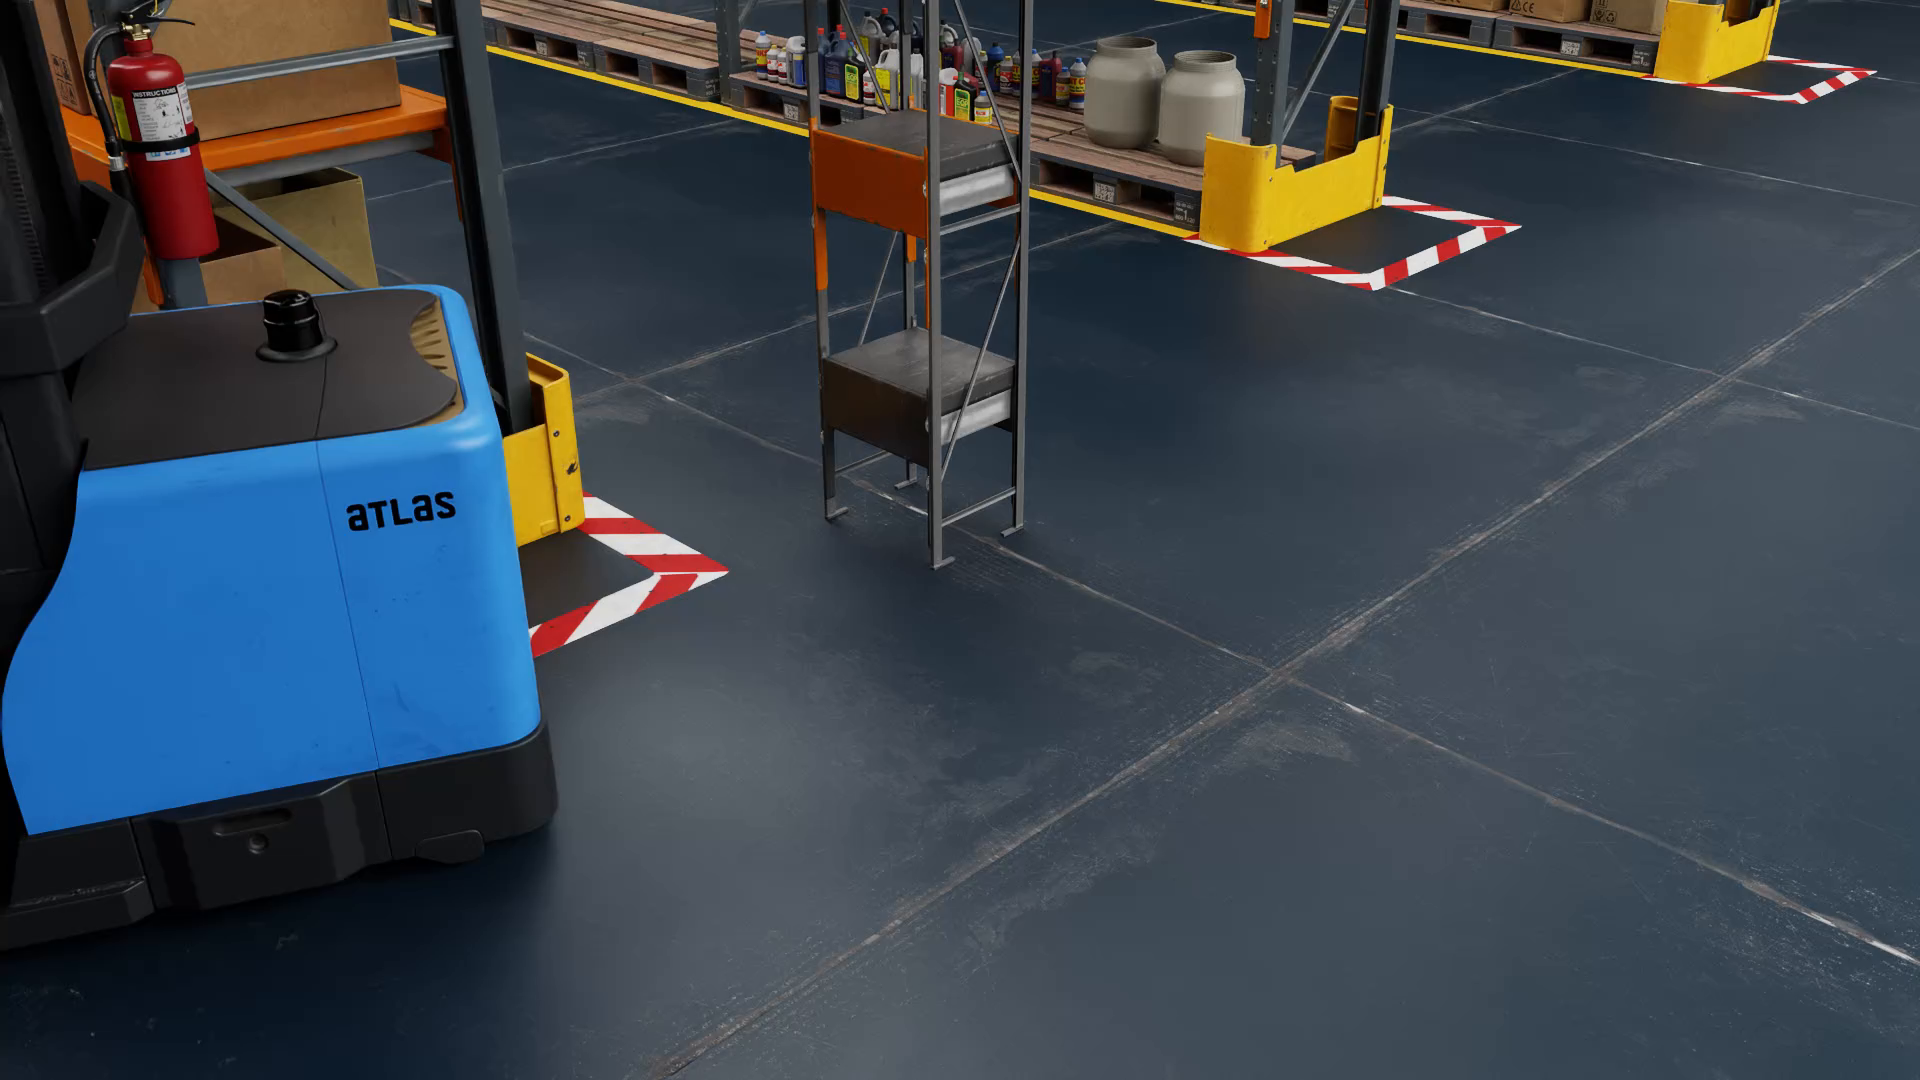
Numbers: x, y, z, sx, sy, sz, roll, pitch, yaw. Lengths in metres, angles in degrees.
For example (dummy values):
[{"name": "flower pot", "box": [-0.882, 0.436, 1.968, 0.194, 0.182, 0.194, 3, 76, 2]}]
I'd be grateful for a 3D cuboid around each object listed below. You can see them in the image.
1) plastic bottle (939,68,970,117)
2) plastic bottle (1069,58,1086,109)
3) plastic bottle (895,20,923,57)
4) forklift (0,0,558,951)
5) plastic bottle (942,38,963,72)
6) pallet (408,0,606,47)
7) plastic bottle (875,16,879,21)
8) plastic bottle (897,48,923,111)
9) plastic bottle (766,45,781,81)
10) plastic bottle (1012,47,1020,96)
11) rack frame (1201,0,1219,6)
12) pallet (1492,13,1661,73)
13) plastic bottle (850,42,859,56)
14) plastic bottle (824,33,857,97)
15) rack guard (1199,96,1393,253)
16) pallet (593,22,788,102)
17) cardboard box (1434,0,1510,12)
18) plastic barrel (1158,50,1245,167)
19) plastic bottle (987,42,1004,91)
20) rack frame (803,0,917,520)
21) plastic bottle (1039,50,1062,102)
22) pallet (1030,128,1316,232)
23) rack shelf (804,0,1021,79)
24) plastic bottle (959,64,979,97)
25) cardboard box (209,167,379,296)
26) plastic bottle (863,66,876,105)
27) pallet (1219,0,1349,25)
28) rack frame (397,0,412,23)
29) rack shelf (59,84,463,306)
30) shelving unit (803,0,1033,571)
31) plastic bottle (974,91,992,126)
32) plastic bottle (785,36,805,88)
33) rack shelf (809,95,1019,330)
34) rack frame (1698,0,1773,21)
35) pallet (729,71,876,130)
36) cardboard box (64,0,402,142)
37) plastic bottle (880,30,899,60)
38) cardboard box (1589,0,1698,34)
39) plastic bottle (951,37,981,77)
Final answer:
[{"name": "plastic bottle", "box": [-0.035, -2.439, 9.119, 0.135, 0.276, 0.152, 25, 37, 39]}, {"name": "plastic bottle", "box": [0.668, -2.587, 9.405, 0.097, 0.271, 0.097, 0, 28, 0]}, {"name": "plastic bottle", "box": [-0.312, -3.055, 10.210, 0.185, 0.351, 0.144, 22, 35, 36]}, {"name": "forklift", "box": [-2.517, -0.566, 3.177, 3.031, 2.935, 1.130, -9, 29, -17]}, {"name": "plastic bottle", "box": [-0.043, -2.830, 9.854, 0.133, 0.283, 0.061, 25, 36, 38]}, {"name": "pallet", "box": [-3.437, -4.015, 12.659, 1.213, 0.211, 1.003, 25, 36, 38]}, {"name": "plastic bottle", "box": [-0.536, -3.155, 10.472, 0.061, 0.283, 0.133, -23, 36, -37]}, {"name": "plastic bottle", "box": [-0.255, -2.570, 9.288, 0.144, 0.351, 0.185, -24, 36, -37]}, {"name": "plastic bottle", "box": [-1.118, -2.883, 10.044, 0.097, 0.201, 0.097, 0, 28, 0]}, {"name": "plastic bottle", "box": [0.352, -2.731, 9.680, 0.097, 0.271, 0.097, 0, 28, 0]}, {"name": "rack frame", "box": [2.362, -5.853, 13.159, 0.127, 3.000, 1.000, 25, 36, 38]}, {"name": "pallet", "box": [4.606, -3.616, 11.899, 1.213, 0.211, 1.003, 25, 36, 38]}, {"name": "plastic bottle", "box": [-0.637, -2.788, 9.789, 0.097, 0.271, 0.097, 0, 28, 0]}, {"name": "plastic bottle", "box": [-0.691, -2.769, 9.667, 0.185, 0.351, 0.144, 23, 35, 36]}, {"name": "rack guard", "box": [1.655, -1.807, 8.150, 0.348, 0.500, 1.175, 25, 36, 38]}, {"name": "pallet", "box": [-1.697, -3.219, 11.144, 1.213, 0.211, 1.003, 25, 36, 38]}, {"name": "cardboard box", "box": [3.898, -4.231, 12.308, 0.500, 0.500, 0.500, -21, 34, -35]}, {"name": "plastic barrel", "box": [1.219, -2.179, 8.392, 0.421, 0.512, 0.421, 0, 28, 0]}, {"name": "plastic bottle", "box": [0.208, -2.797, 9.805, 0.097, 0.271, 0.097, 0, 28, 0]}, {"name": "rack frame", "box": [-0.292, -1.063, 5.015, 0.015, 2.100, 0.400, 25, 36, 38]}, {"name": "plastic bottle", "box": [0.519, -2.672, 9.554, 0.061, 0.283, 0.133, -25, 36, -38]}, {"name": "pallet", "box": [1.080, -1.946, 8.724, 1.213, 0.211, 1.003, 25, 36, 38]}, {"name": "rack shelf", "box": [-0.118, -1.591, 4.545, 0.480, 0.518, 0.431, 25, 36, 38]}, {"name": "plastic bottle", "box": [0.039, -2.477, 9.185, 0.133, 0.283, 0.061, 25, 36, 38]}, {"name": "cardboard box", "box": [-2.317, -0.974, 5.577, 0.500, 0.500, 0.500, 25, 36, 38]}, {"name": "plastic bottle", "box": [-0.505, -2.603, 9.511, 0.097, 0.201, 0.097, 0, 28, 0]}, {"name": "pallet", "box": [2.866, -4.412, 13.413, 1.213, 0.211, 1.003, 25, 36, 38]}, {"name": "rack frame", "box": [-3.962, -5.515, 12.515, 0.127, 3.000, 1.000, 25, 36, 38]}, {"name": "rack shelf", "box": [-3.159, -1.596, 5.835, 4.000, 0.370, 1.077, 25, 36, 38]}, {"name": "shelving unit", "box": [-0.118, -0.983, 4.864, 0.503, 2.100, 0.431, 25, 36, 38]}, {"name": "plastic bottle", "box": [0.125, -2.314, 8.962, 0.097, 0.201, 0.097, 0, 28, 0]}, {"name": "plastic bottle", "box": [-0.940, -2.853, 9.906, 0.152, 0.276, 0.135, -24, 36, -37]}, {"name": "rack shelf", "box": [-0.118, -0.971, 4.870, 0.480, 0.518, 0.431, 25, 36, 38]}, {"name": "rack frame", "box": [5.215, -4.548, 10.677, 0.127, 3.000, 1.000, 25, 36, 38]}, {"name": "pallet", "box": [-0.660, -2.742, 10.239, 1.213, 0.211, 1.003, 25, 36, 38]}, {"name": "cardboard box", "box": [-2.057, -1.463, 4.701, 0.500, 0.500, 0.700, 25, 36, 38]}, {"name": "plastic bottle", "box": [-0.398, -2.964, 10.118, 0.135, 0.276, 0.152, 25, 36, 38]}, {"name": "cardboard box", "box": [4.781, -3.837, 11.559, 0.500, 0.500, 0.500, -18, 33, -30]}, {"name": "plastic bottle", "box": [0.032, -2.862, 9.924, 0.152, 0.276, 0.135, -25, 36, -38]}]
